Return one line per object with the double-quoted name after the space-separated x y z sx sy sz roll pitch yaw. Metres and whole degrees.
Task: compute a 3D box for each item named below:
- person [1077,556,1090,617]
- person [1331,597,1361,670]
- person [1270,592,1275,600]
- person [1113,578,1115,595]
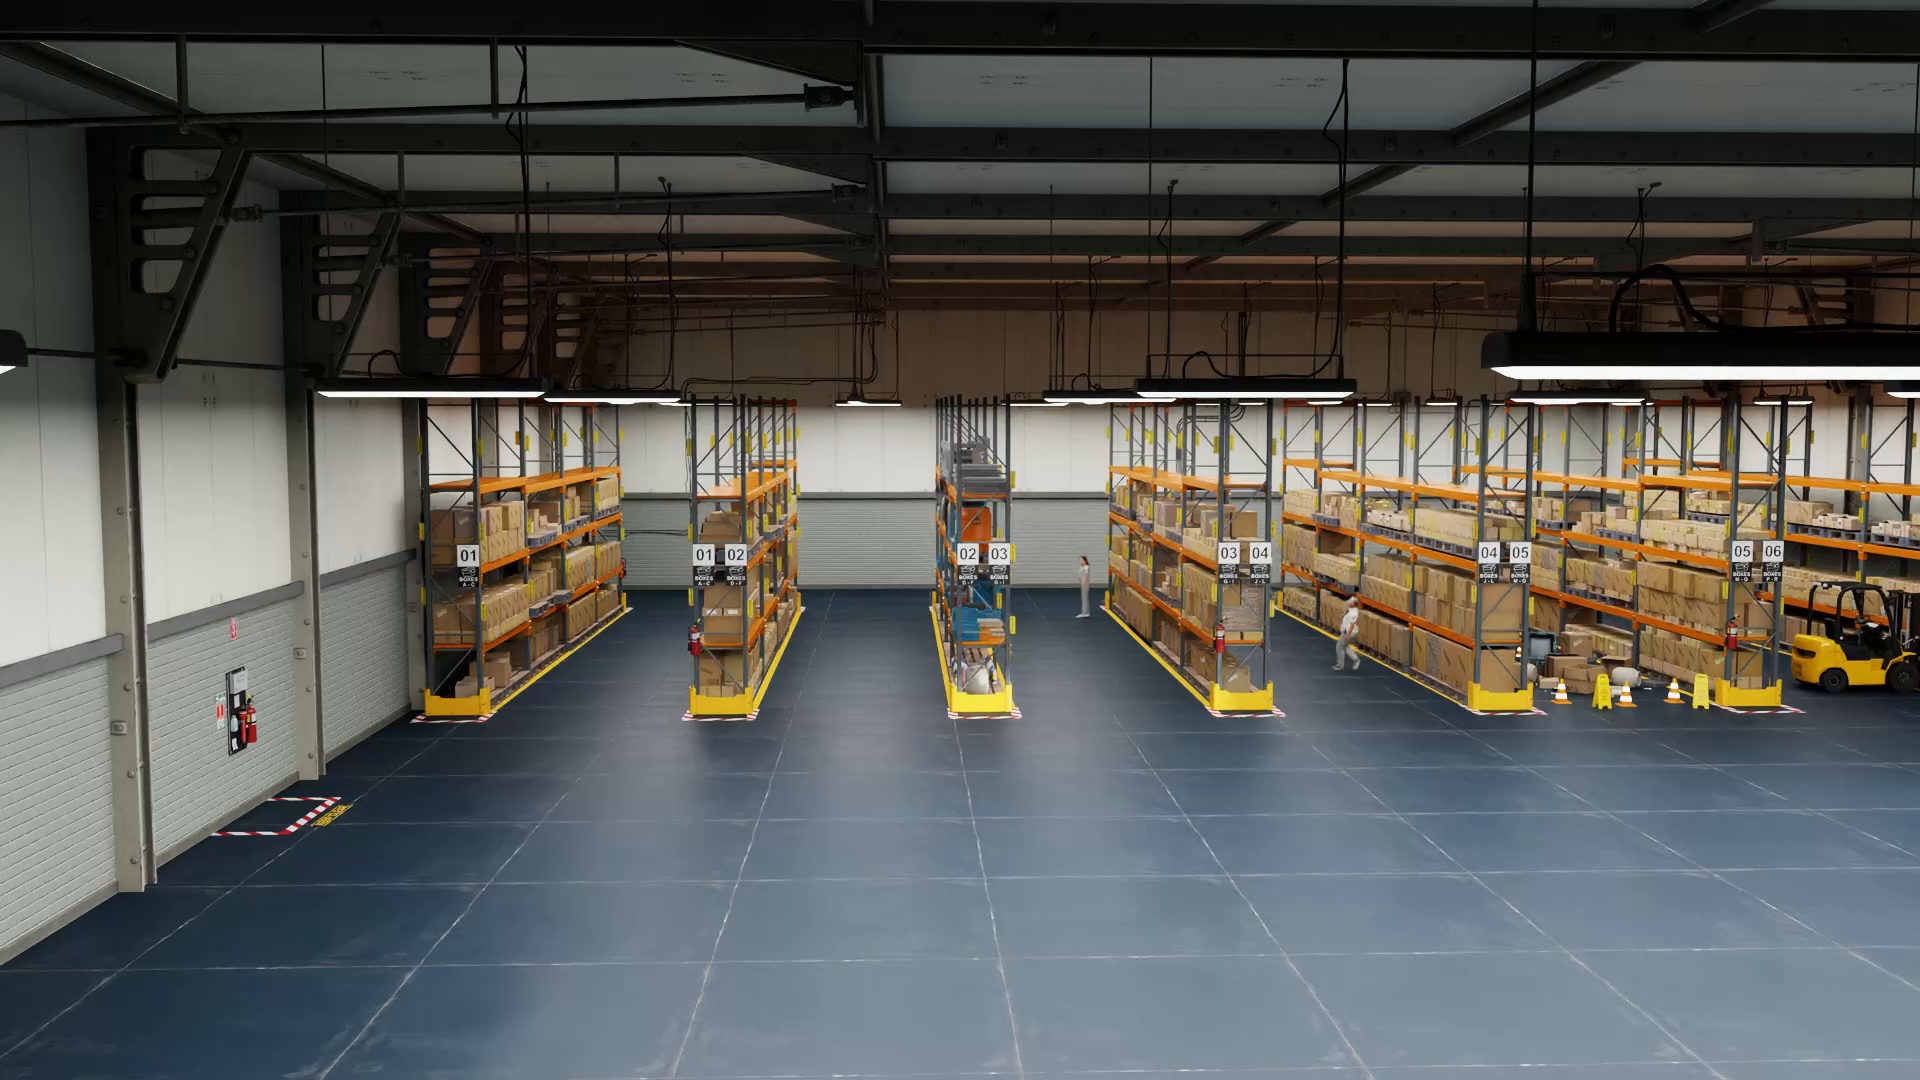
3.382 1.274 45.781 0.383 1.679 0.461 -1 5 -13 "person"
8.470 2.051 36.516 0.623 1.631 0.504 2 5 26 "person"
8.894 1.044 48.797 0.656 1.636 0.554 -1 5 -13 "person"
4.765 1.006 48.790 1.048 1.759 0.617 -3 6 -38 "person"
